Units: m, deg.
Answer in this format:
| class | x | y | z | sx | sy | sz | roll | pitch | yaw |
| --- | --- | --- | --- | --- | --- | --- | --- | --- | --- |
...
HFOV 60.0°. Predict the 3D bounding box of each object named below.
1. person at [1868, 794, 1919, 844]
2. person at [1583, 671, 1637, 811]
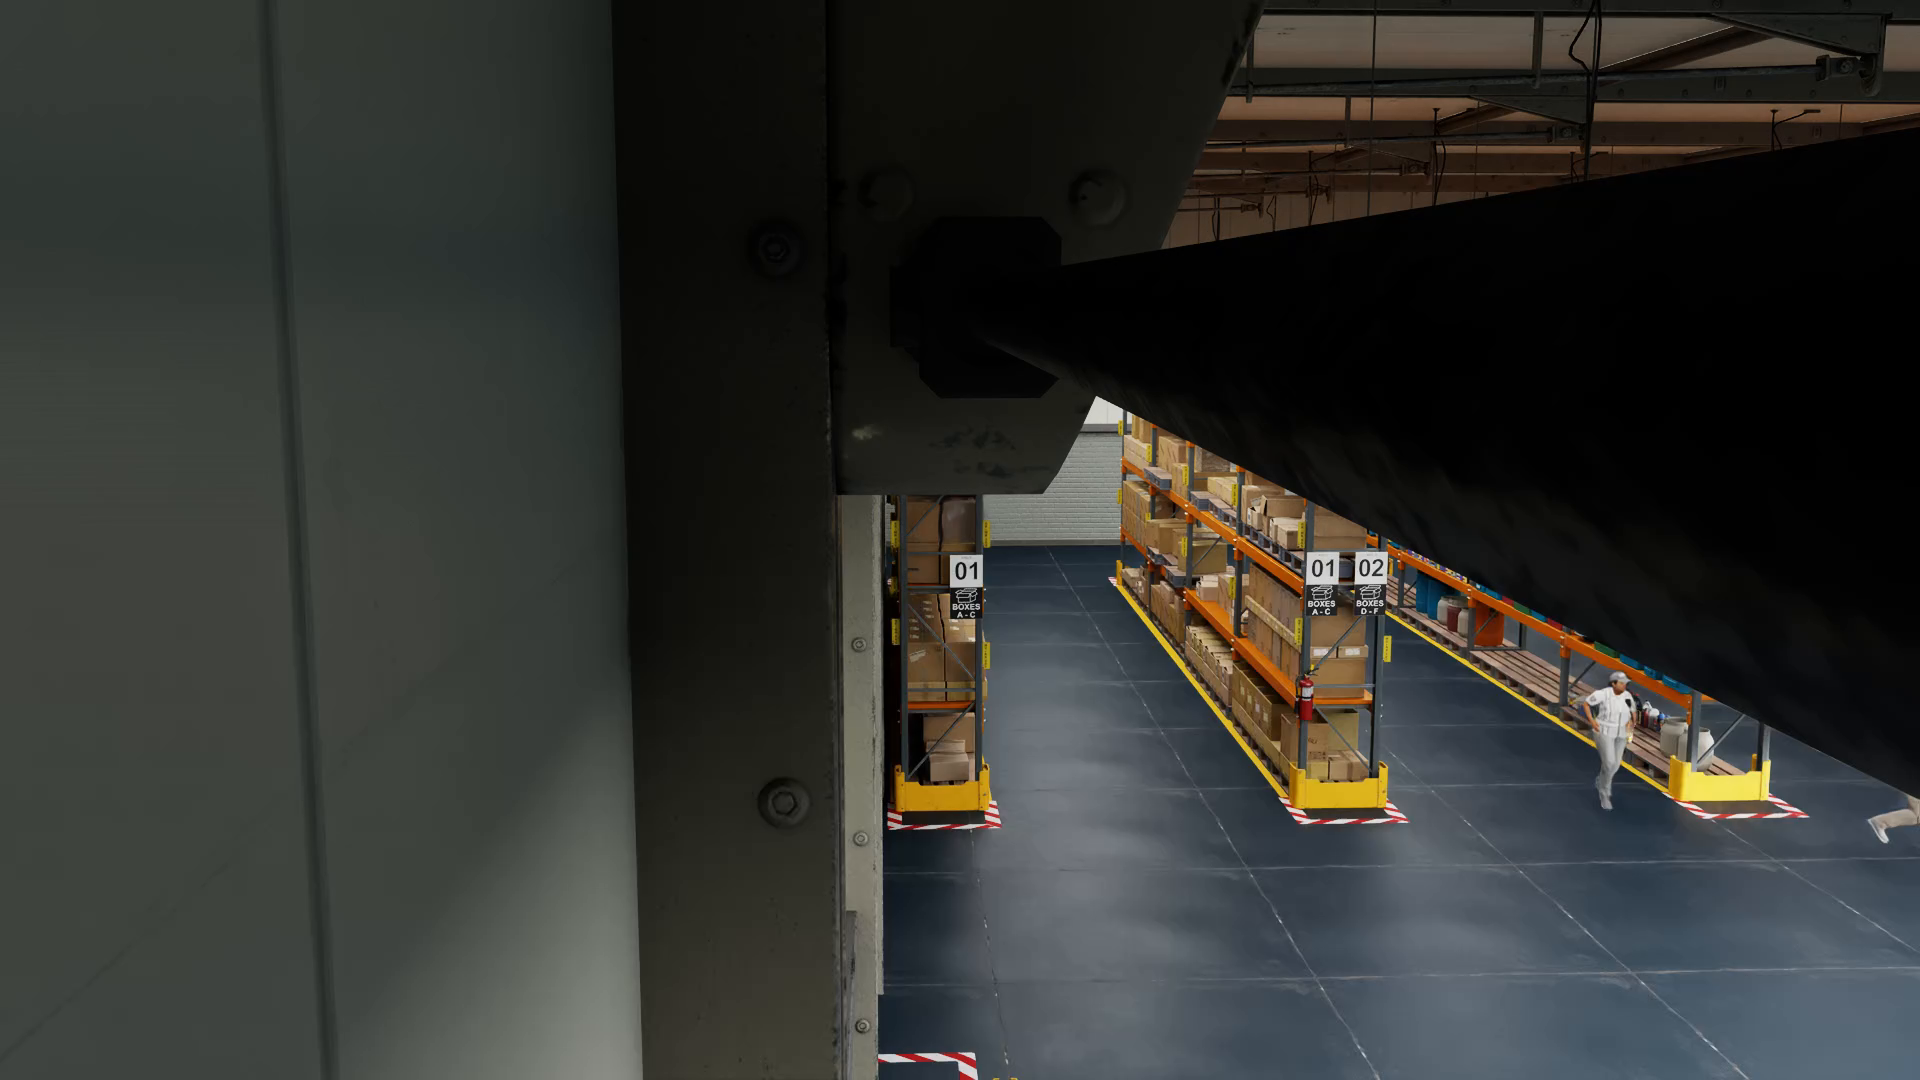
| class | x | y | z | sx | sy | sz | roll | pitch | yaw |
| --- | --- | --- | --- | --- | --- | --- | --- | --- | --- |
| person | 10.837 | 2.730 | 18.836 | 0.921 | 1.722 | 0.665 | 4 | 9 | 23 |
| person | 8.154 | 2.478 | 20.795 | 0.609 | 1.697 | 0.725 | -1 | 9 | -9 |
